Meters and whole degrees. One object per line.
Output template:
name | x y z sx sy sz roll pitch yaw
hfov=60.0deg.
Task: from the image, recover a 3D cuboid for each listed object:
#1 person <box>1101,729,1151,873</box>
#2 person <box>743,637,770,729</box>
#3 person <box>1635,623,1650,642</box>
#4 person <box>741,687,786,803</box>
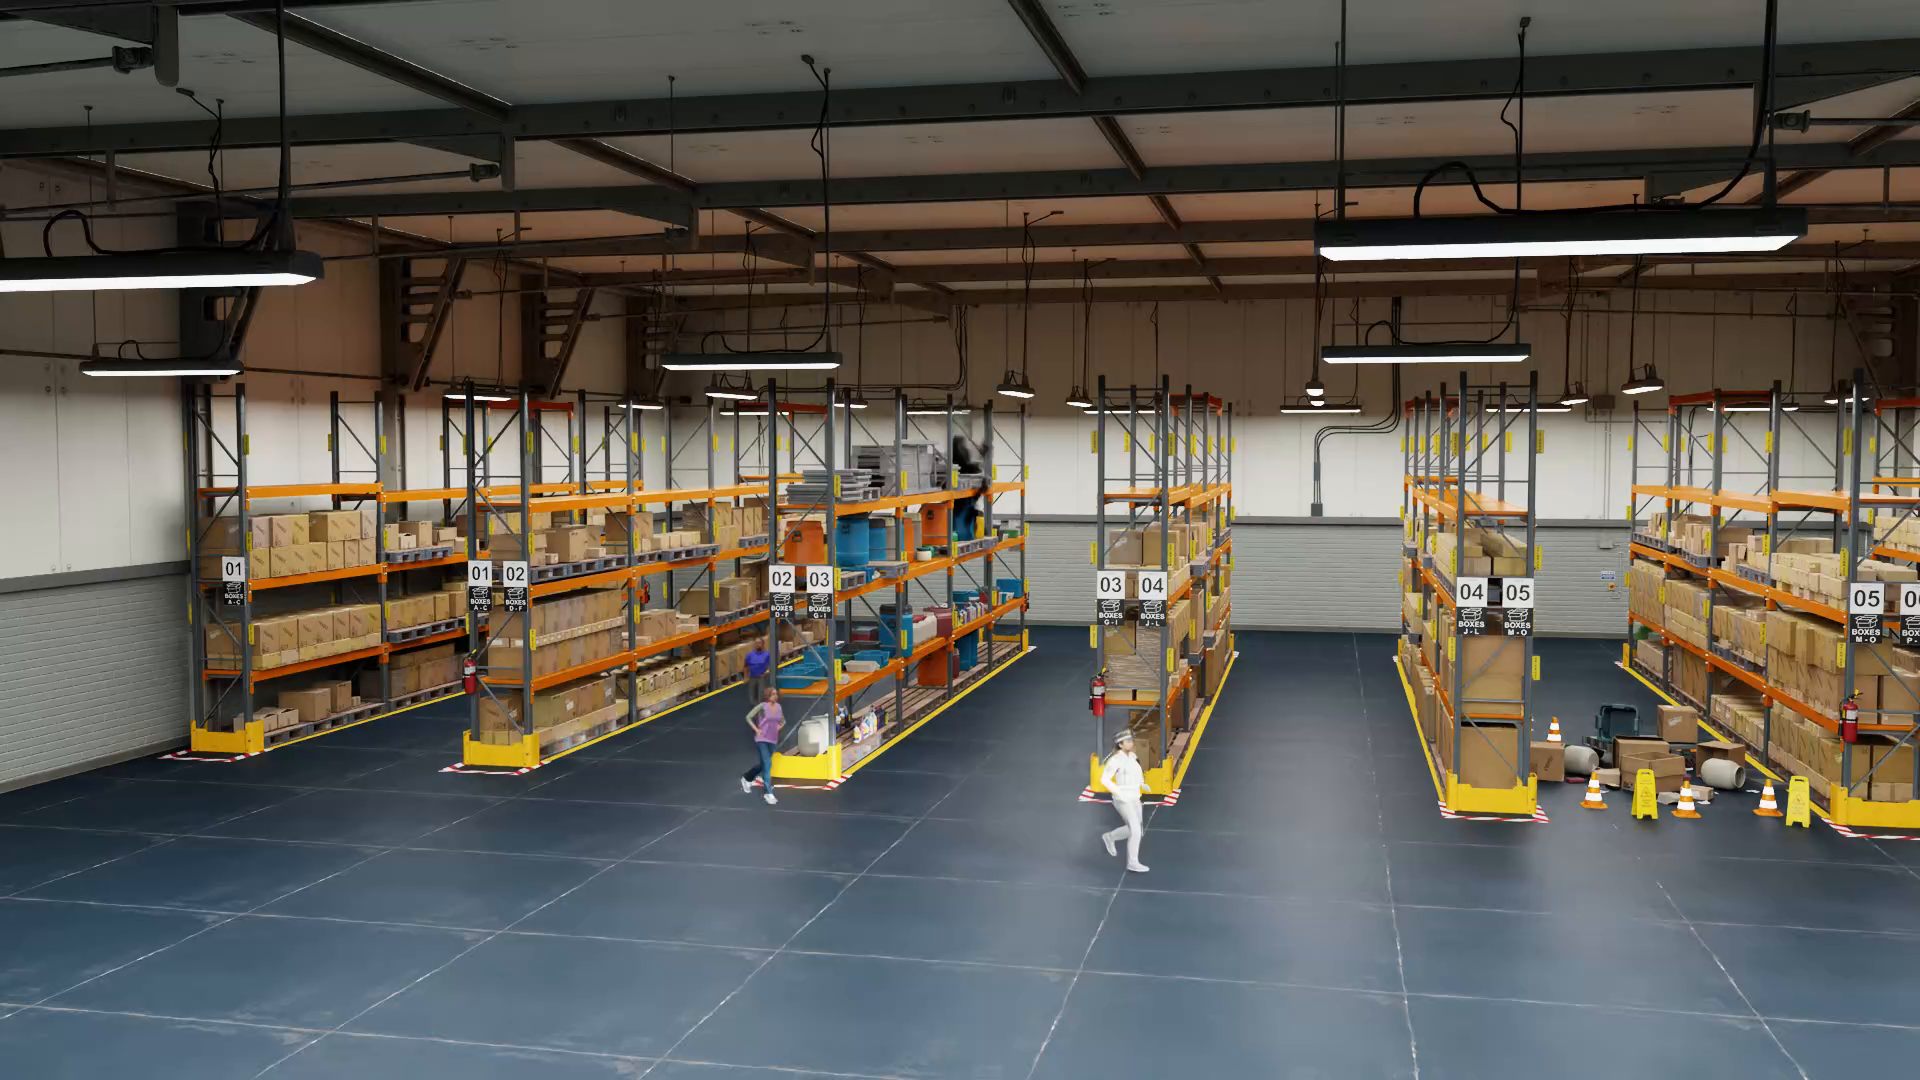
person | 1.946 3.055 19.620 0.697 1.642 0.593 3 4 41
person | -3.555 2.516 29.403 0.591 1.607 0.575 0 3 2
person | 15.944 1.949 38.642 0.620 1.701 0.672 2 4 27
person | -2.735 2.882 23.599 0.801 1.573 0.552 3 5 44
